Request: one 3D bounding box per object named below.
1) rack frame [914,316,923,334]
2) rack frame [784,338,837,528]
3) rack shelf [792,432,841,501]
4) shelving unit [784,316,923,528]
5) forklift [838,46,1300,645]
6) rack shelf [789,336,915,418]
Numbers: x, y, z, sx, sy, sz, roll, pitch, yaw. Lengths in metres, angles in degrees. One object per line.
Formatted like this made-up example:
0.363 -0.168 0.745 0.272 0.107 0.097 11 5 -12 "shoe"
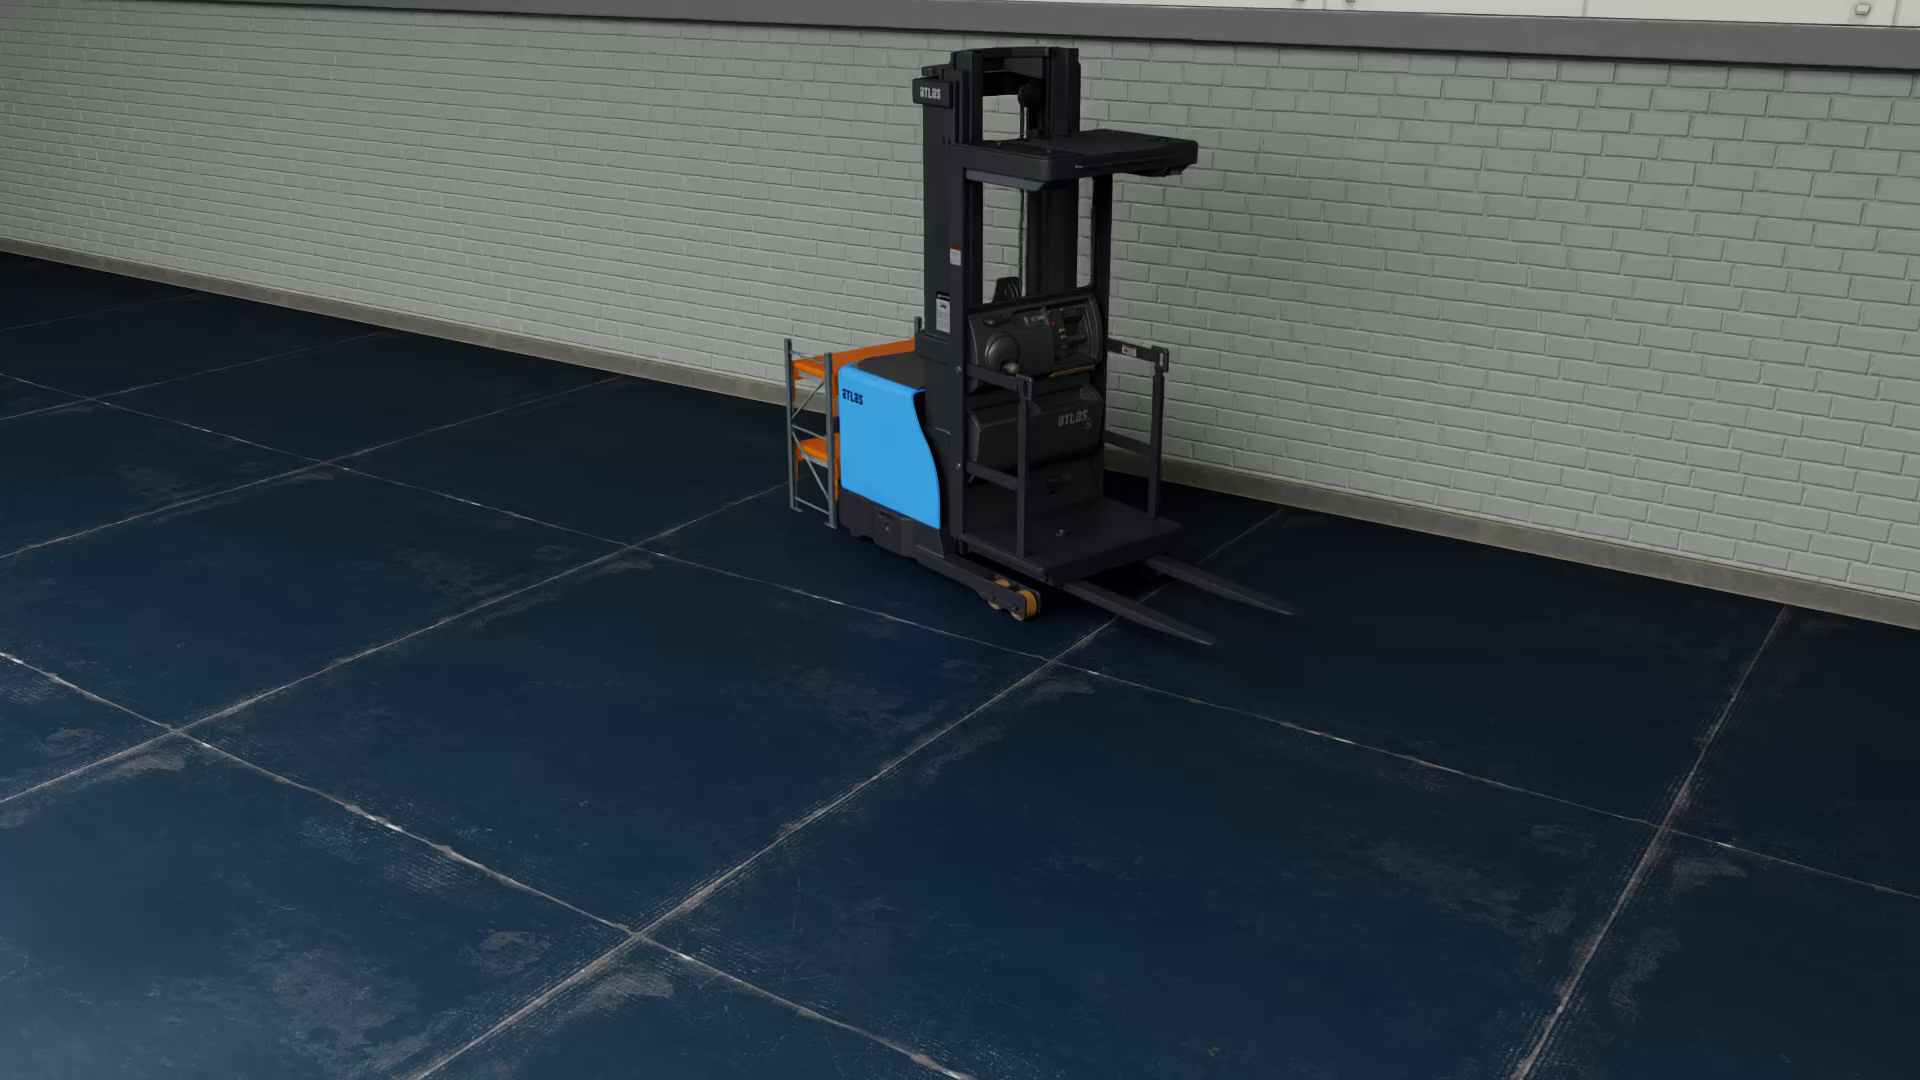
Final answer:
-0.138 -0.889 11.048 0.032 1.125 0.500 -15 25 -35 "rack frame"
-0.940 -0.673 10.462 0.032 1.125 0.500 -15 25 -35 "rack frame"
-0.539 -0.552 10.839 1.000 0.278 0.538 -15 25 -35 "rack shelf"
-0.539 -0.781 10.755 1.048 1.125 0.538 -15 25 -35 "shelving unit"
0.559 -1.131 9.098 1.130 2.935 3.031 -15 25 -36 "forklift"
-0.539 -1.055 10.653 1.000 0.278 0.538 -15 25 -35 "rack shelf"
